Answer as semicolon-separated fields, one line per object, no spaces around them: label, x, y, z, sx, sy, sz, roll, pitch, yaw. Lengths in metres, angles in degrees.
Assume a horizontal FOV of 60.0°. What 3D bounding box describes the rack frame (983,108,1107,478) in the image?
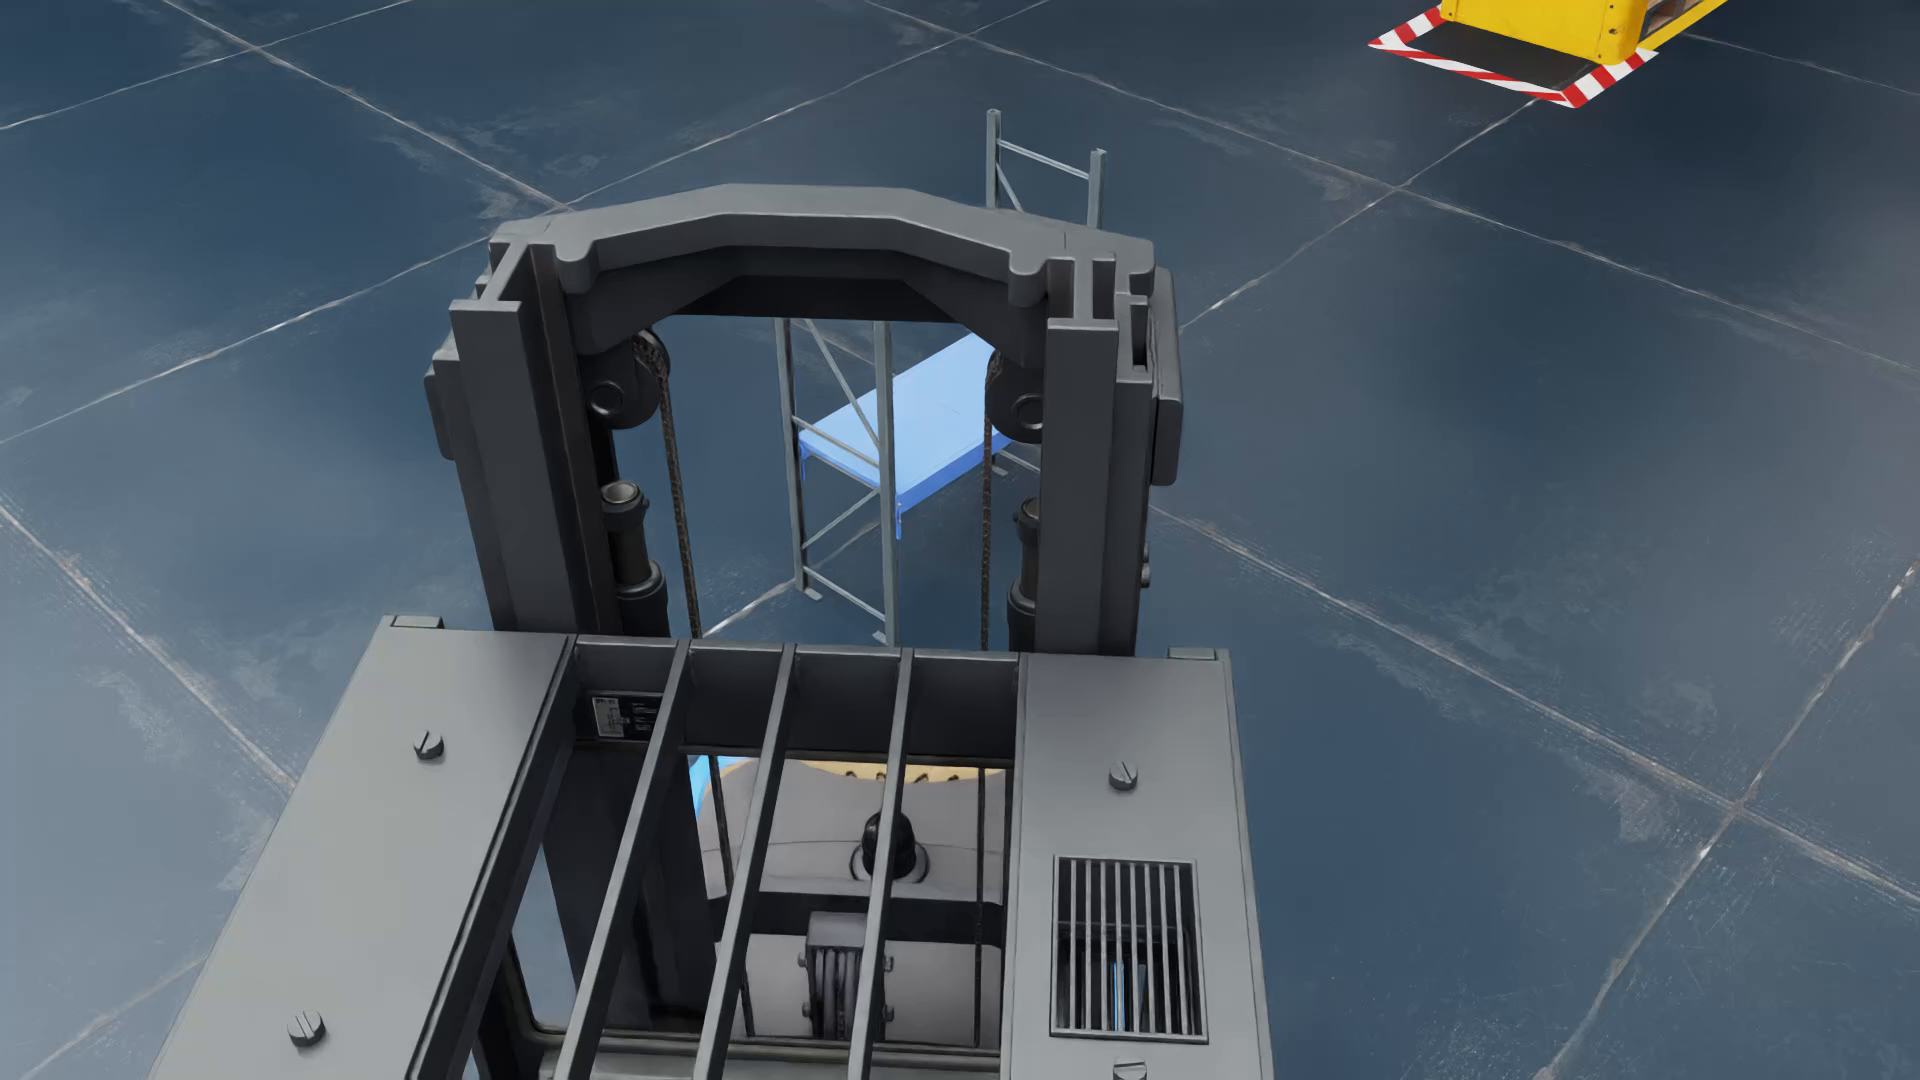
rack frame;0.285;-0.781;6.028;0.500;1.500;0.032;30;47;32

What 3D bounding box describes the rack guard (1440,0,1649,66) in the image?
rack guard;3.506;-3.284;9.979;1.175;0.500;0.348;30;47;32

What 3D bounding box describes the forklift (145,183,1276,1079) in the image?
forklift;-0.219;1.108;2.501;1.130;2.935;3.031;2;39;3

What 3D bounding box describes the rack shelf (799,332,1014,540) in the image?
rack shelf;-0.058;-0.407;5.846;0.538;0.185;1.000;30;47;32

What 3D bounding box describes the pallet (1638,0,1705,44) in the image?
pallet;4.081;-3.530;10.519;1.003;0.211;1.213;30;47;32

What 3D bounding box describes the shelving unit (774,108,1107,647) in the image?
shelving unit;-0.058;-0.548;5.734;0.538;1.500;1.048;30;47;32

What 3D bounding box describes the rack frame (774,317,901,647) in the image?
rack frame;-0.400;-0.314;5.440;0.500;1.500;0.032;30;47;32
